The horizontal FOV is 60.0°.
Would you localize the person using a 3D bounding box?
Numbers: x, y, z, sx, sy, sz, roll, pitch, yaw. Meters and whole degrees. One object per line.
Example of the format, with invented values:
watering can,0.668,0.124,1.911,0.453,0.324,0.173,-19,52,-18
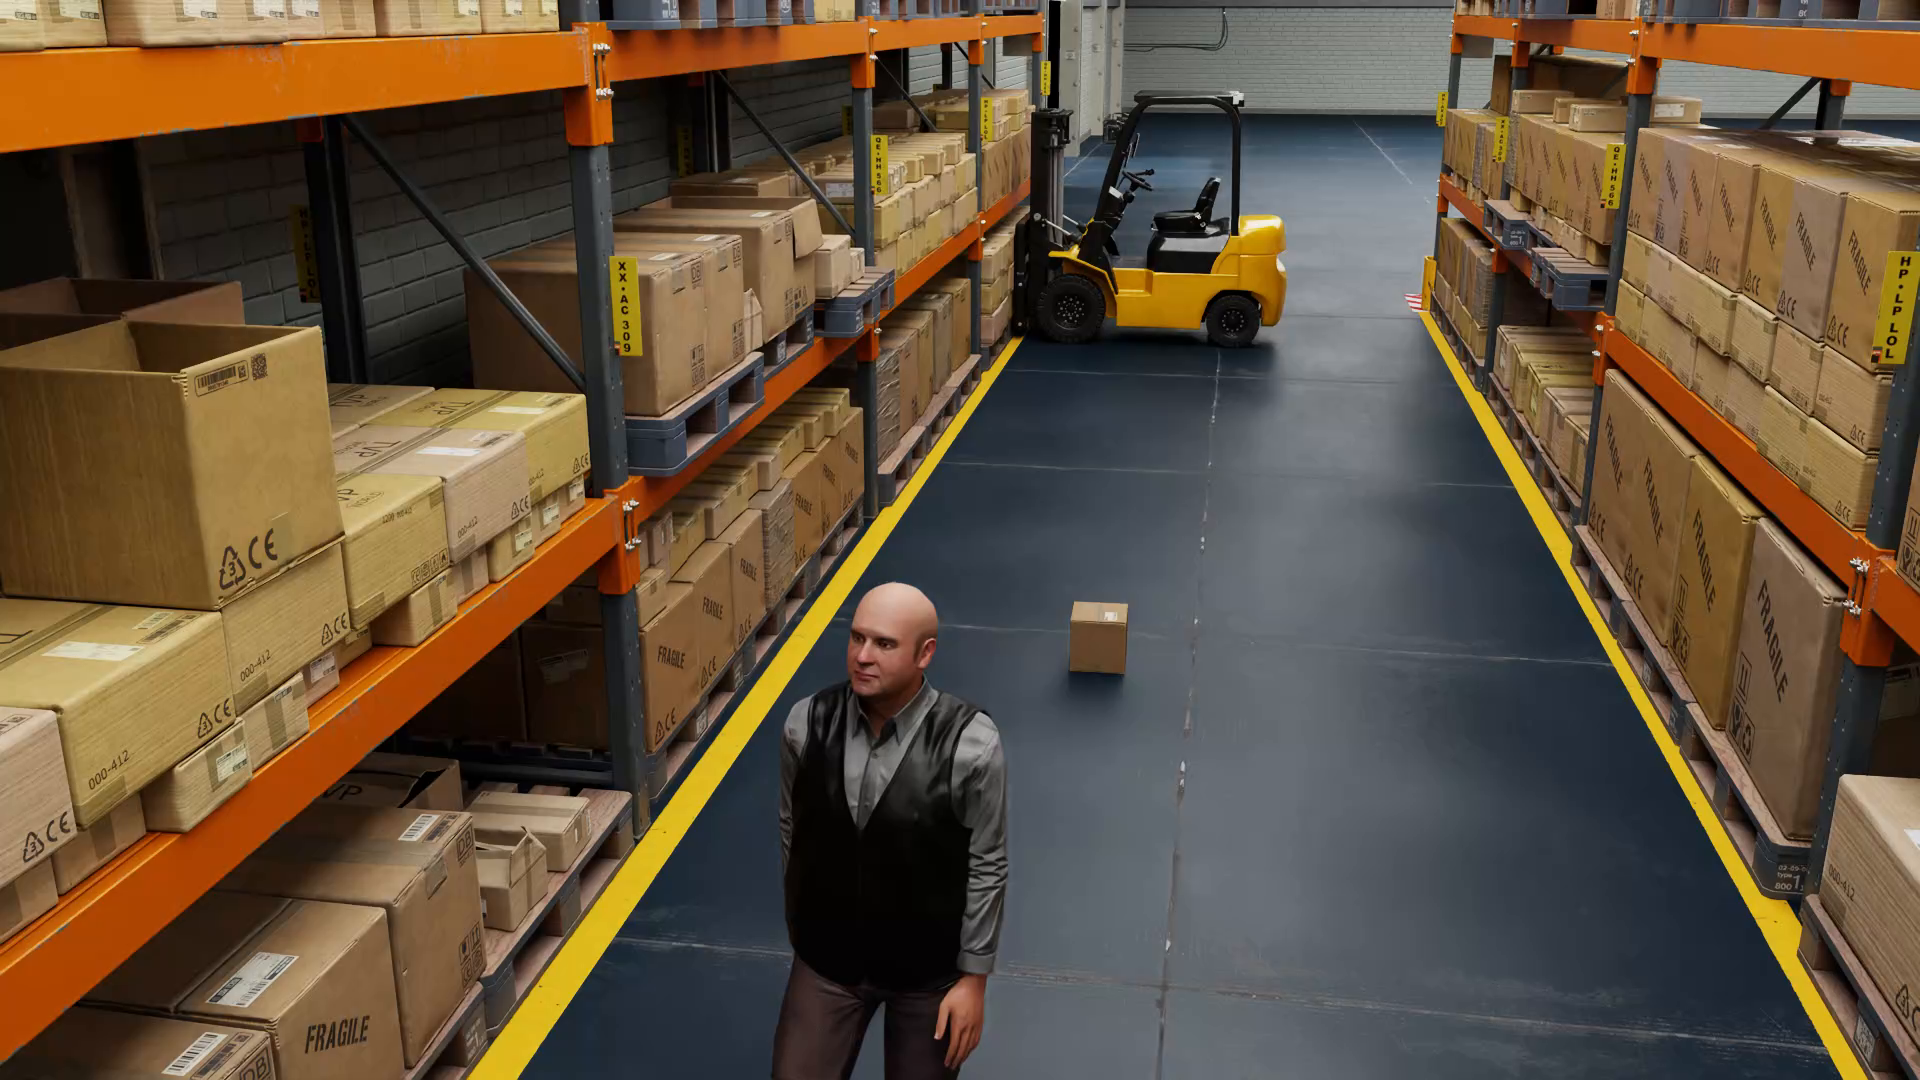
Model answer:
person,-0.169,0.954,3.604,0.537,1.756,0.478,4,18,12
